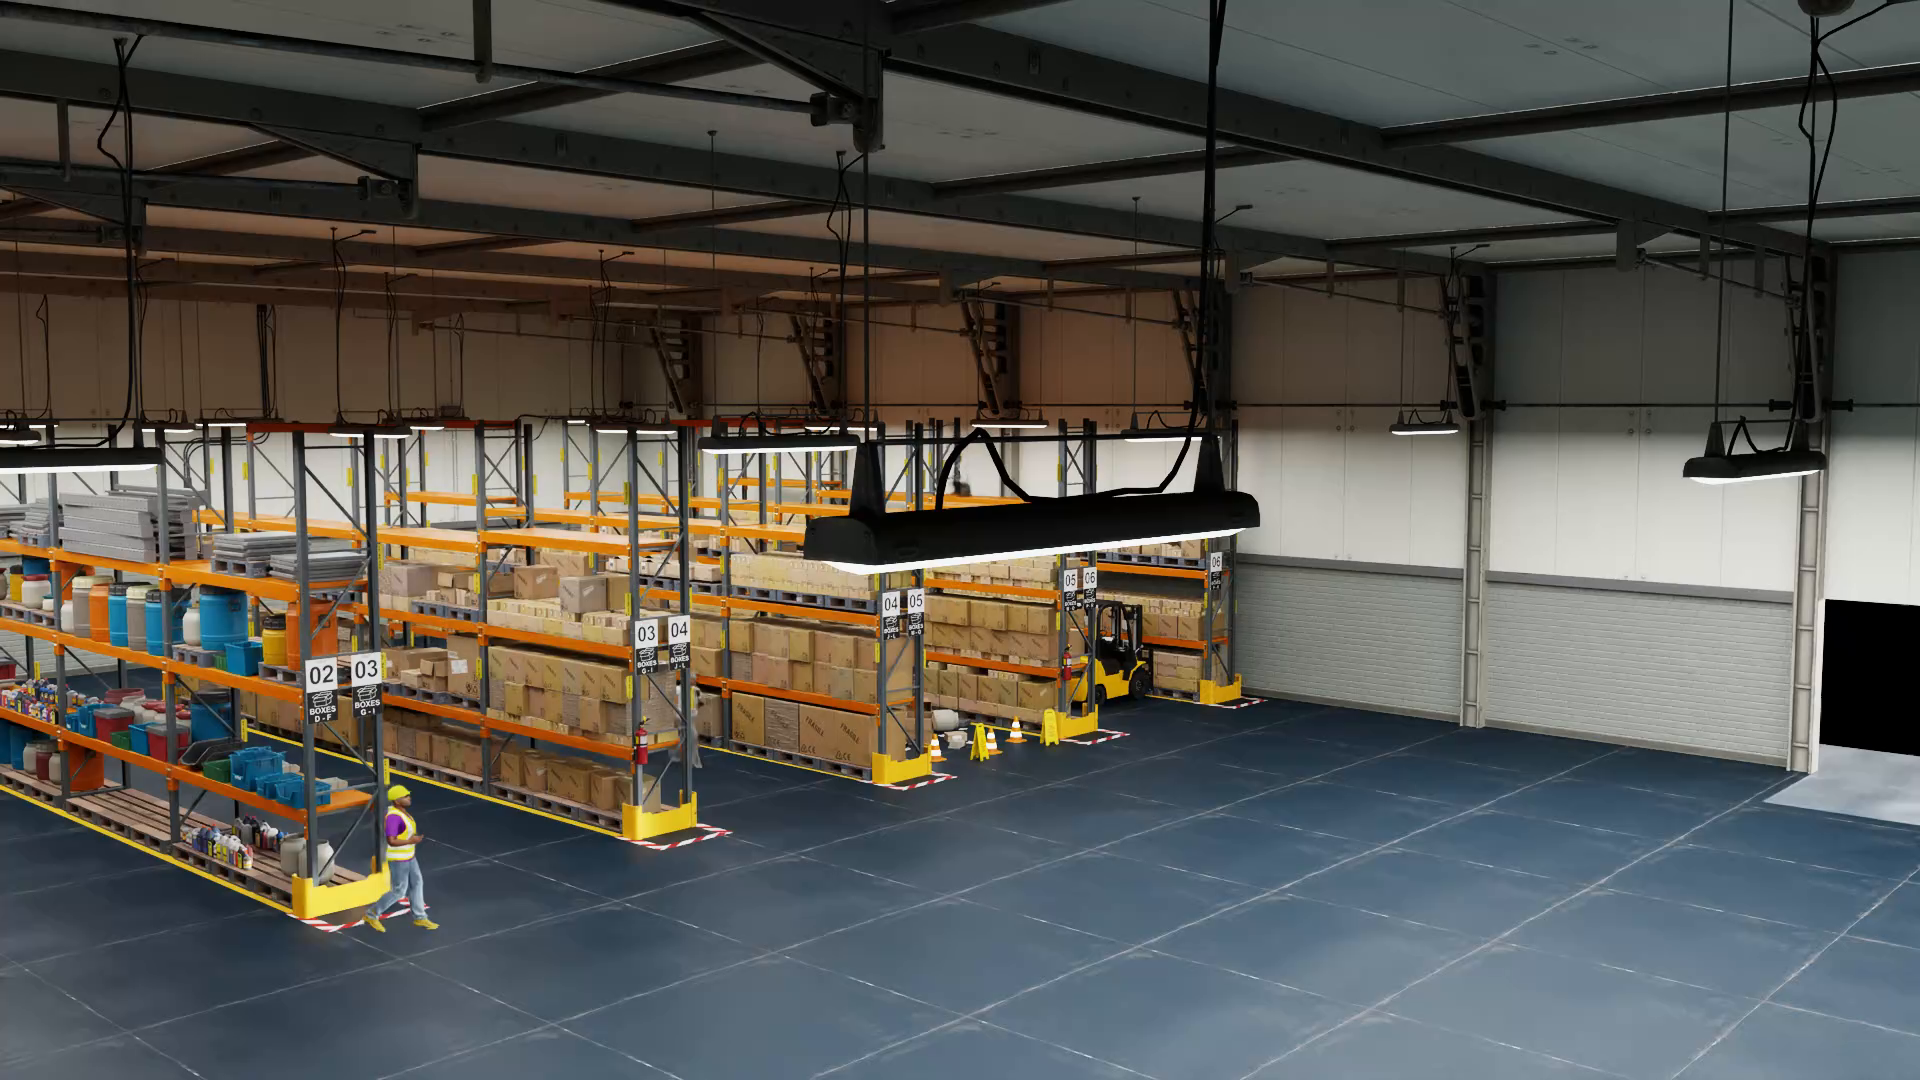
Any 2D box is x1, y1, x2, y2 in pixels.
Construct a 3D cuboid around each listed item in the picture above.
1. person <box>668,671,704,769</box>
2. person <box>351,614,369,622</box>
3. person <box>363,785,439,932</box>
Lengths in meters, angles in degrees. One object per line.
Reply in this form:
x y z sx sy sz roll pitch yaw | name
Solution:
-4.797 3.127 29.070 0.816 1.736 0.599 3 6 35 | person
-14.180 2.322 39.153 0.725 1.650 0.752 3 5 30 | person
-6.695 3.817 19.857 0.861 1.797 0.714 -1 5 -13 | person
